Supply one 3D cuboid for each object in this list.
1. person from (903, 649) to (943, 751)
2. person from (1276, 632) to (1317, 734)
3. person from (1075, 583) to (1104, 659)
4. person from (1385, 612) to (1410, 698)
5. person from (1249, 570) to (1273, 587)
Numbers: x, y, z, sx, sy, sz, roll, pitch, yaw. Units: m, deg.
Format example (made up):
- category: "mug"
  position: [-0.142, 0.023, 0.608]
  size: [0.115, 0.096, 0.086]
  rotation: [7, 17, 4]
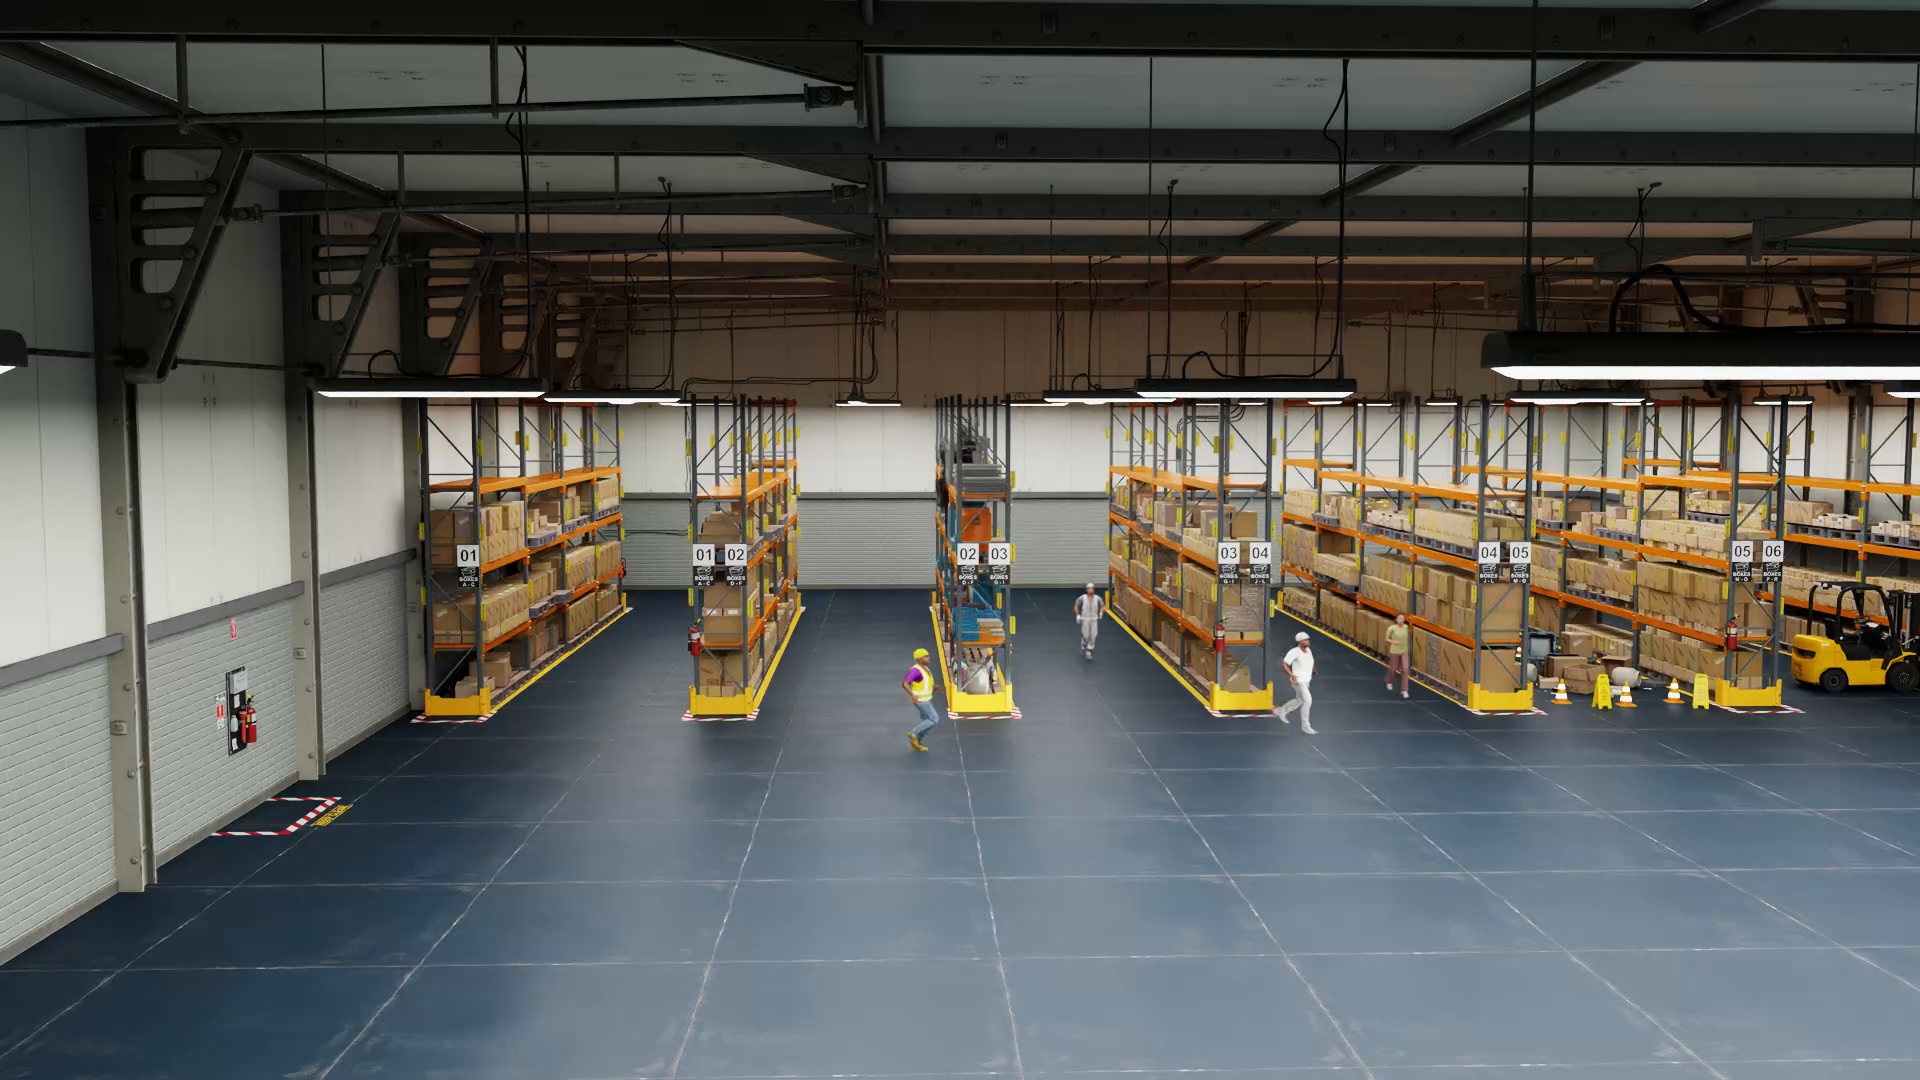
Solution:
- category: "person"
  position: [-0.584, 2.670, 27.742]
  size: [0.597, 1.721, 0.690]
  rotation: [1, 5, 14]
- category: "person"
  position: [6.009, 2.514, 29.586]
  size: [0.846, 1.791, 0.688]
  rotation: [4, 6, 39]
- category: "person"
  position: [2.985, 1.855, 38.022]
  size: [0.668, 1.749, 0.583]
  rotation: [-1, 5, -8]
- category: "person"
  position: [8.745, 2.262, 33.242]
  size: [0.549, 1.668, 0.967]
  rotation: [0, 5, -3]
- category: "person"
  position: [8.071, 1.312, 44.704]
  size: [0.695, 1.813, 0.979]
  rotation: [0, 5, 4]
